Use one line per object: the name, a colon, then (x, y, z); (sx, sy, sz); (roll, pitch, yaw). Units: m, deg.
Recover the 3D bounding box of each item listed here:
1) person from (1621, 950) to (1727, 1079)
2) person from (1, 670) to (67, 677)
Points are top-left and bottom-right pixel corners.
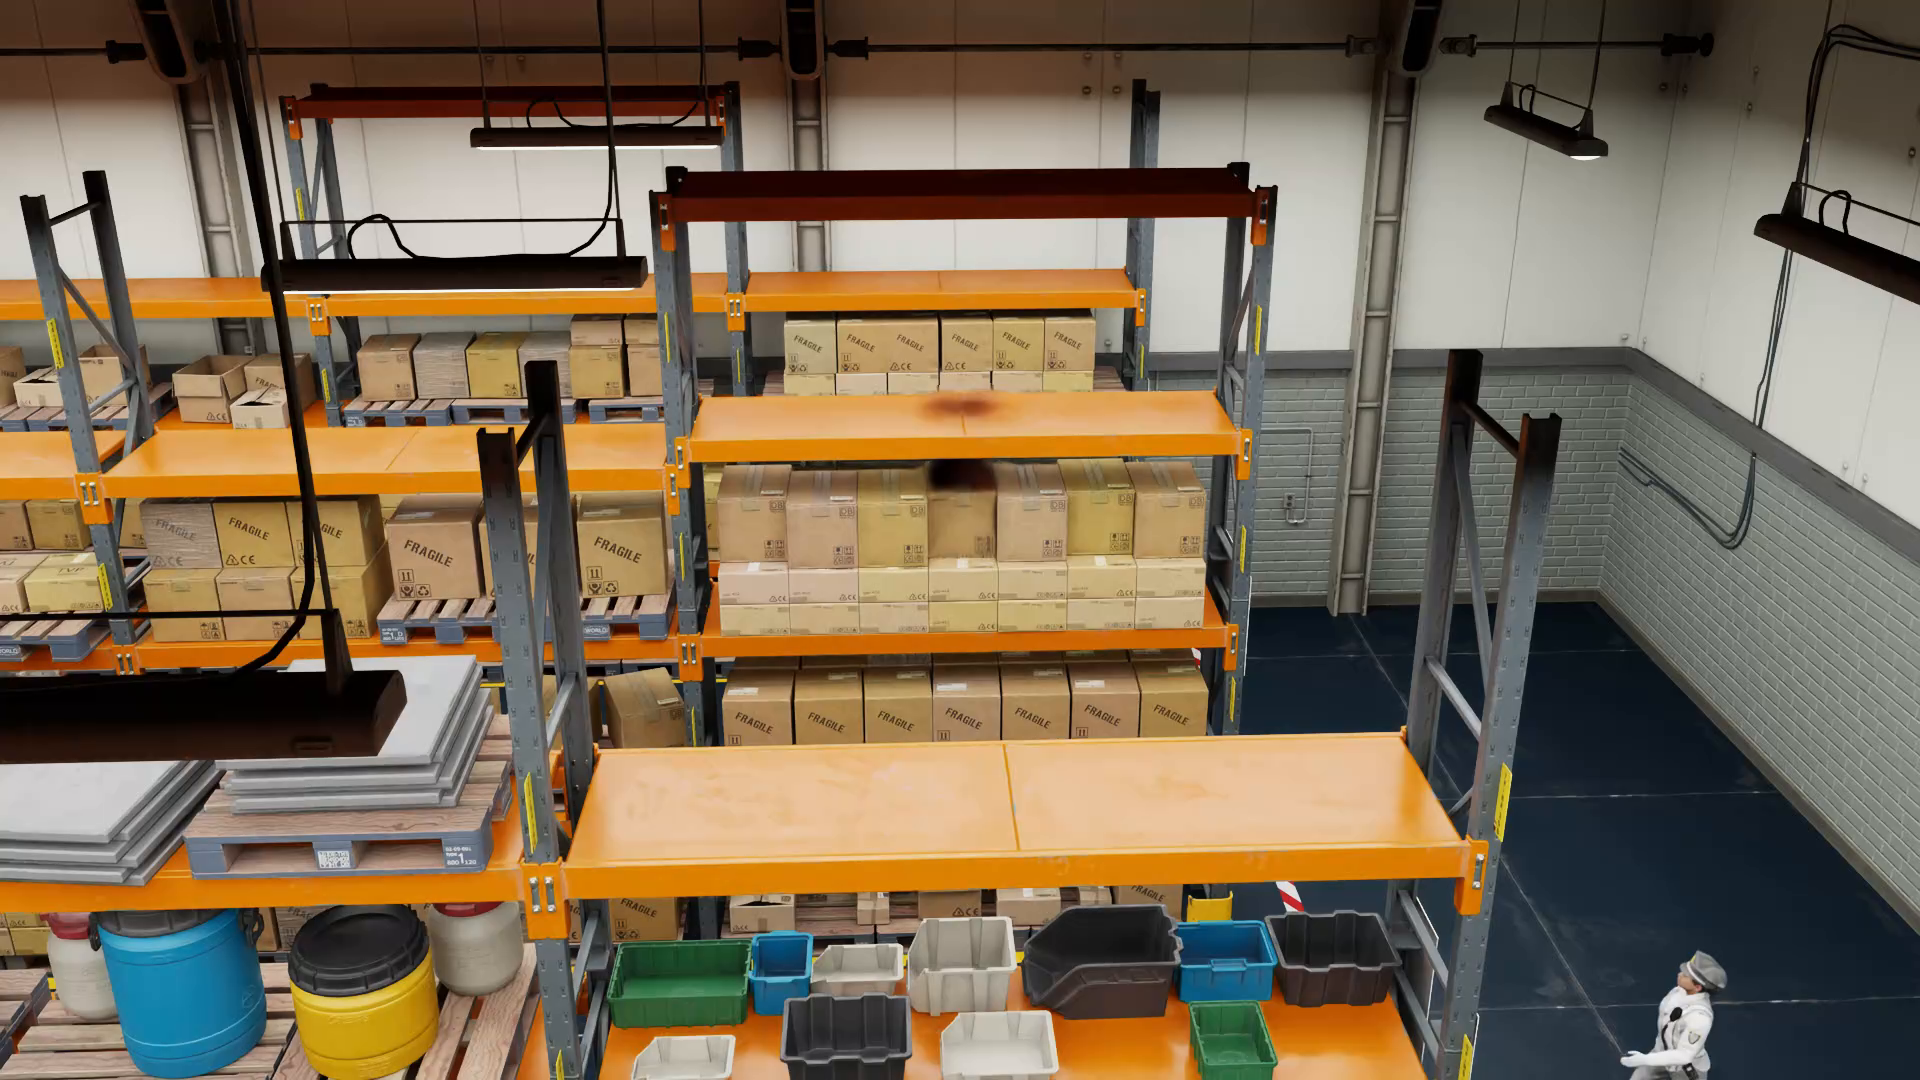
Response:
person: (4.586, 3.378, 10.707); (0.844, 1.721, 0.529); (-1, 22, -2)
person: (-8.385, 1.442, 15.182); (0.497, 1.783, 0.550); (14, 26, 31)
